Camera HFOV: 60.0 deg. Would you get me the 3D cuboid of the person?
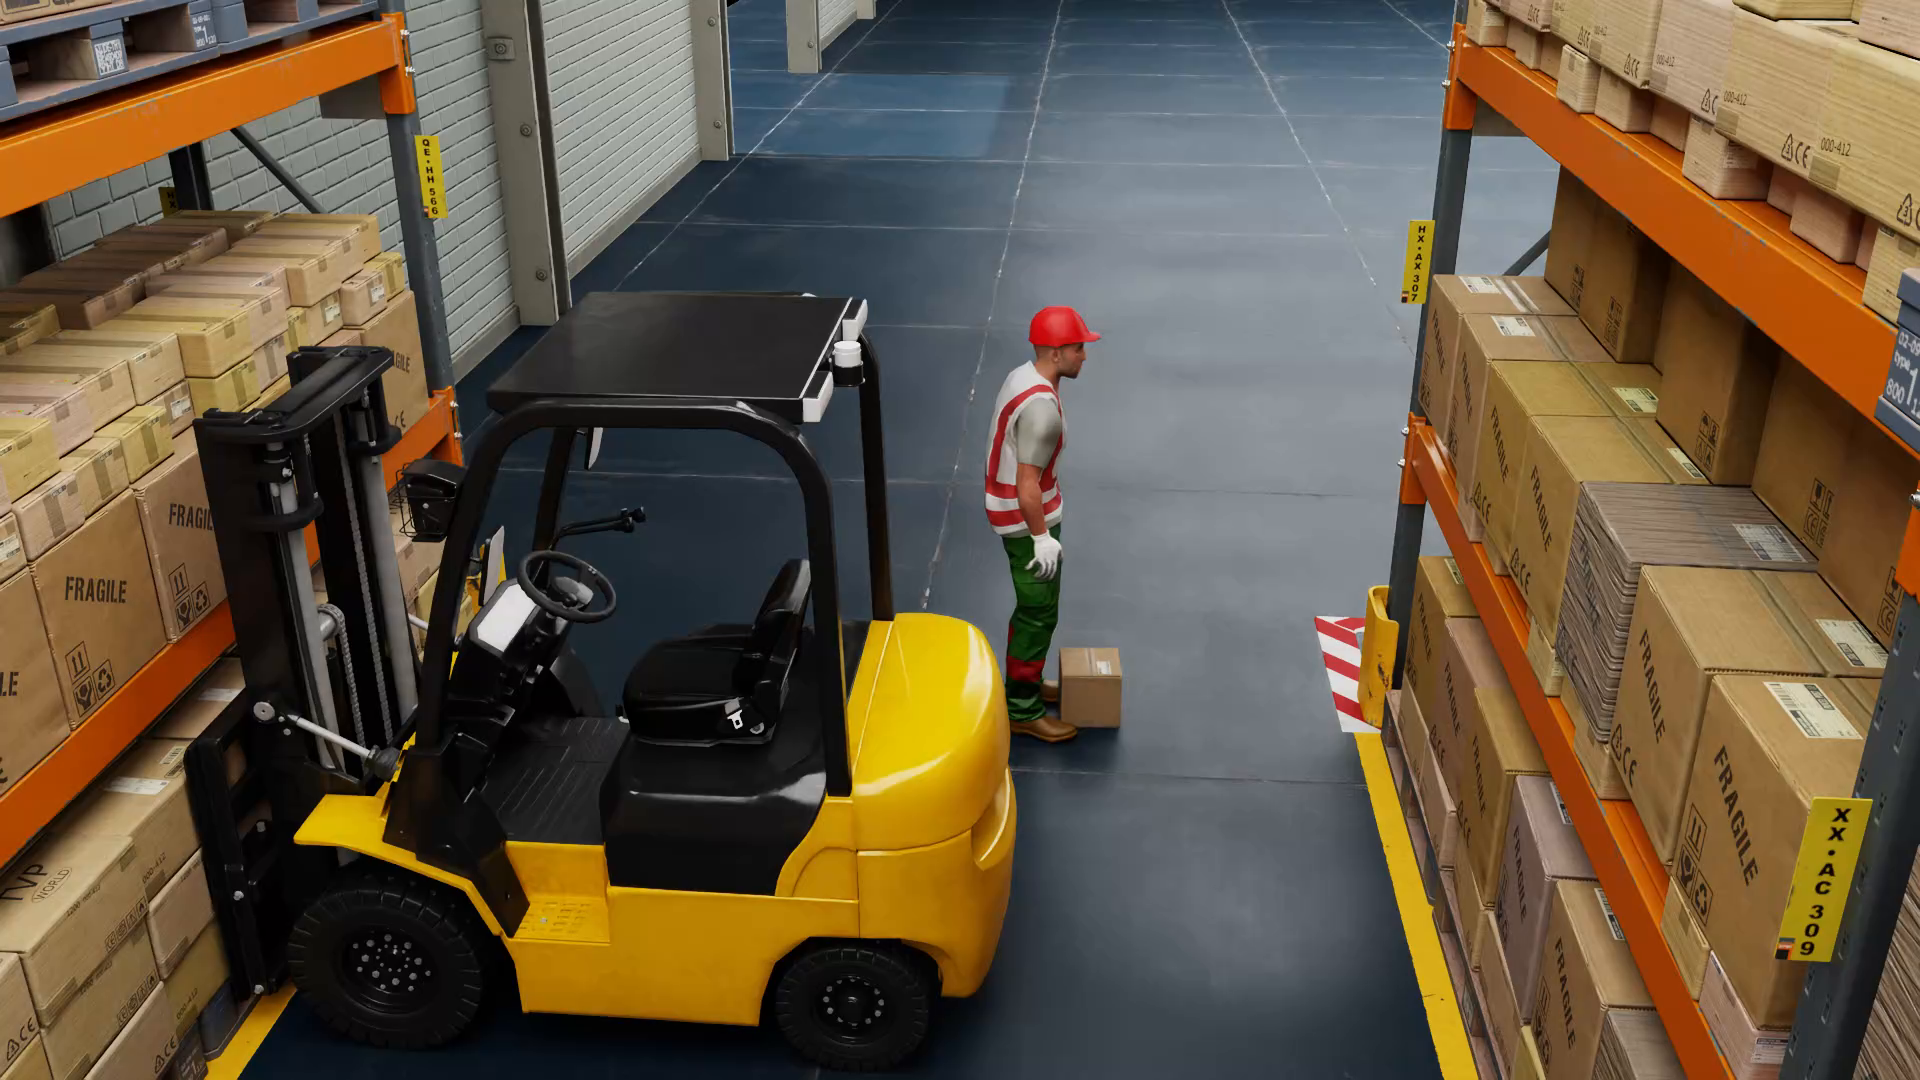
[{"bbox_3d":[0.323,-0.081,6.766,0.451,1.778,0.612,0,24,1],"label":"person"}]
